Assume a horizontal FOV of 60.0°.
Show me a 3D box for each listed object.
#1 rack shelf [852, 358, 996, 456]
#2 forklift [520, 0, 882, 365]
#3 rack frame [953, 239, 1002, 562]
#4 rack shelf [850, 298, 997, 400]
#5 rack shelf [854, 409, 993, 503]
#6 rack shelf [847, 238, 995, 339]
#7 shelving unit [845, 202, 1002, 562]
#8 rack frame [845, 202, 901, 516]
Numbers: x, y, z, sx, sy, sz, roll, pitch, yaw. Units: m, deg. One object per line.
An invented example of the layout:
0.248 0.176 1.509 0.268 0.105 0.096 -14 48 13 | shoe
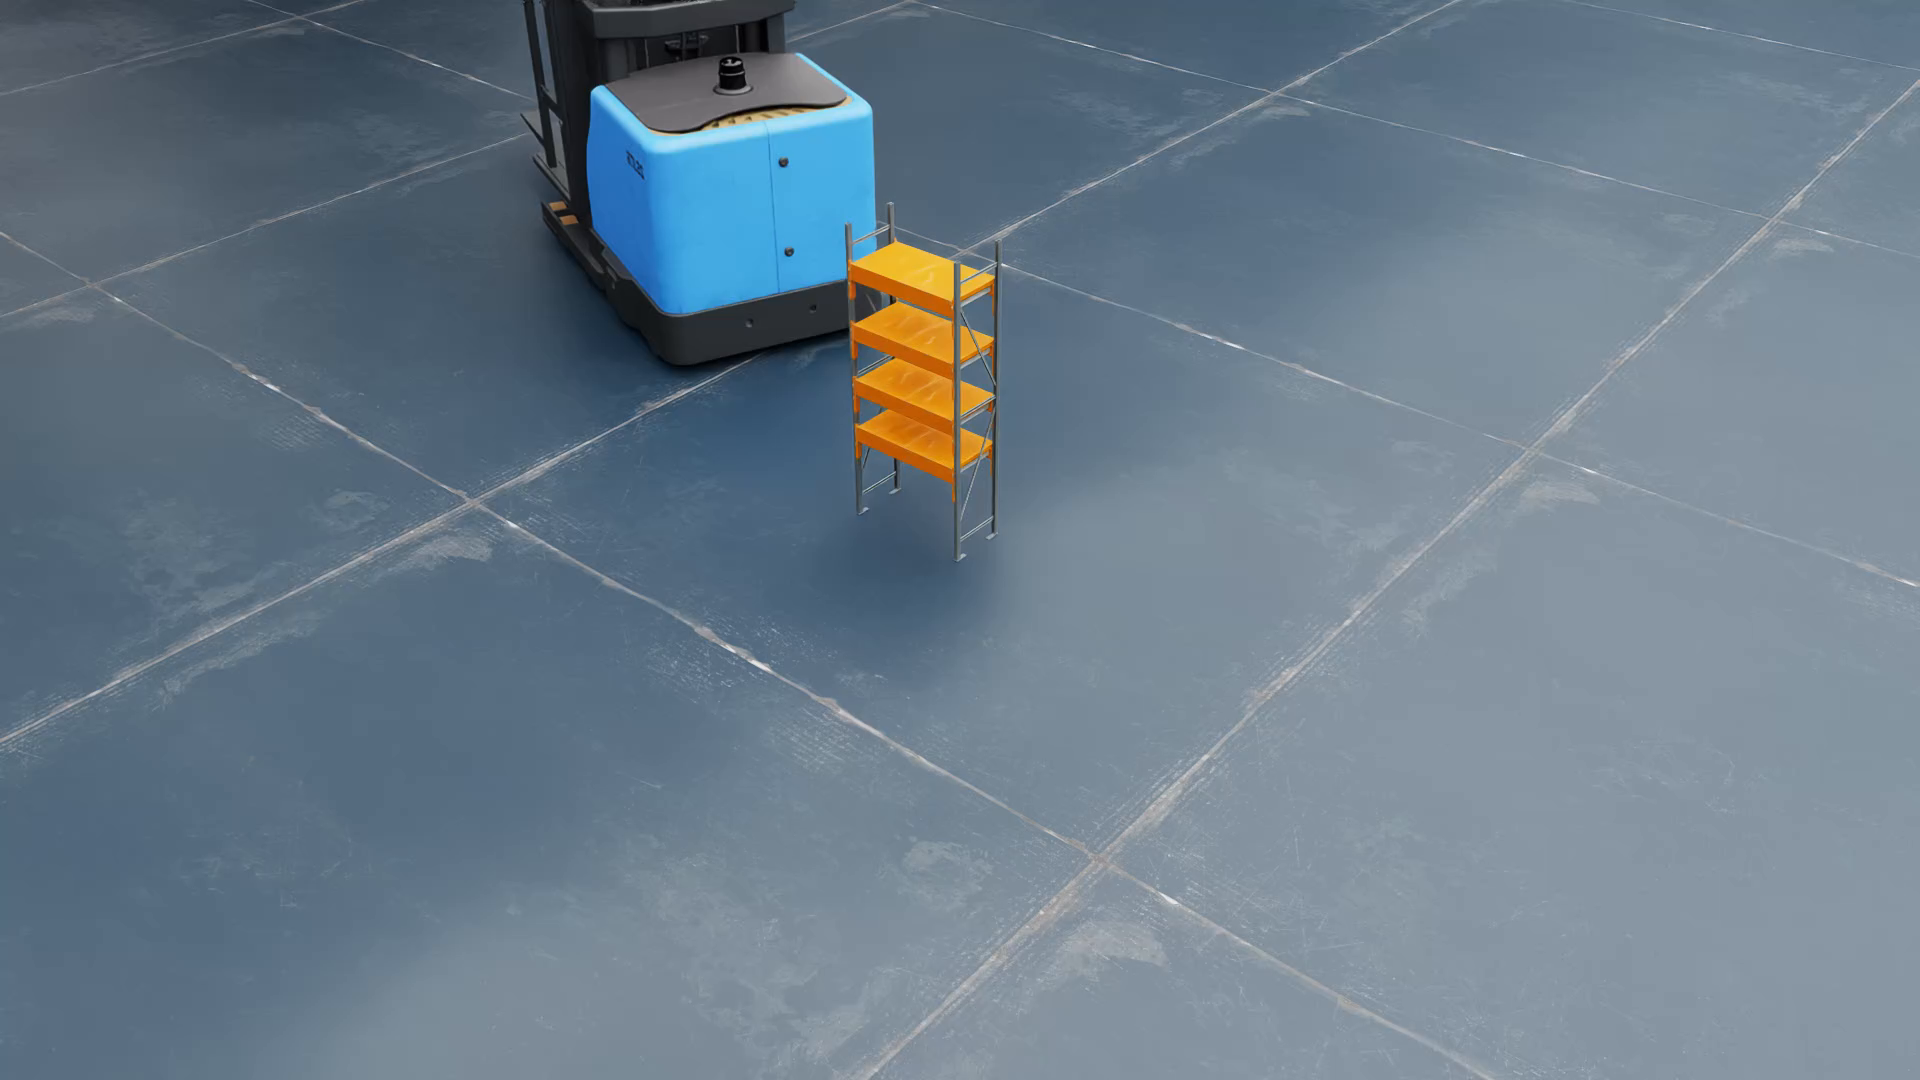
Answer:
-0.127 -0.499 6.036 0.480 0.148 0.258 25 42 32 | rack shelf
-1.485 -2.784 7.715 1.130 2.935 3.031 -16 38 -22 | forklift
0.060 -0.466 5.869 0.015 1.200 0.240 25 42 32 | rack frame
-0.127 -0.683 5.909 0.480 0.148 0.258 25 42 32 | rack shelf
-0.127 -0.335 6.148 0.480 0.148 0.258 25 42 32 | rack shelf
-0.127 -0.878 5.775 0.480 0.148 0.258 25 42 32 | rack shelf
-0.127 -0.555 5.998 0.503 1.200 0.258 25 42 32 | shelving unit
-0.315 -0.643 6.126 0.015 1.200 0.240 25 42 32 | rack frame
